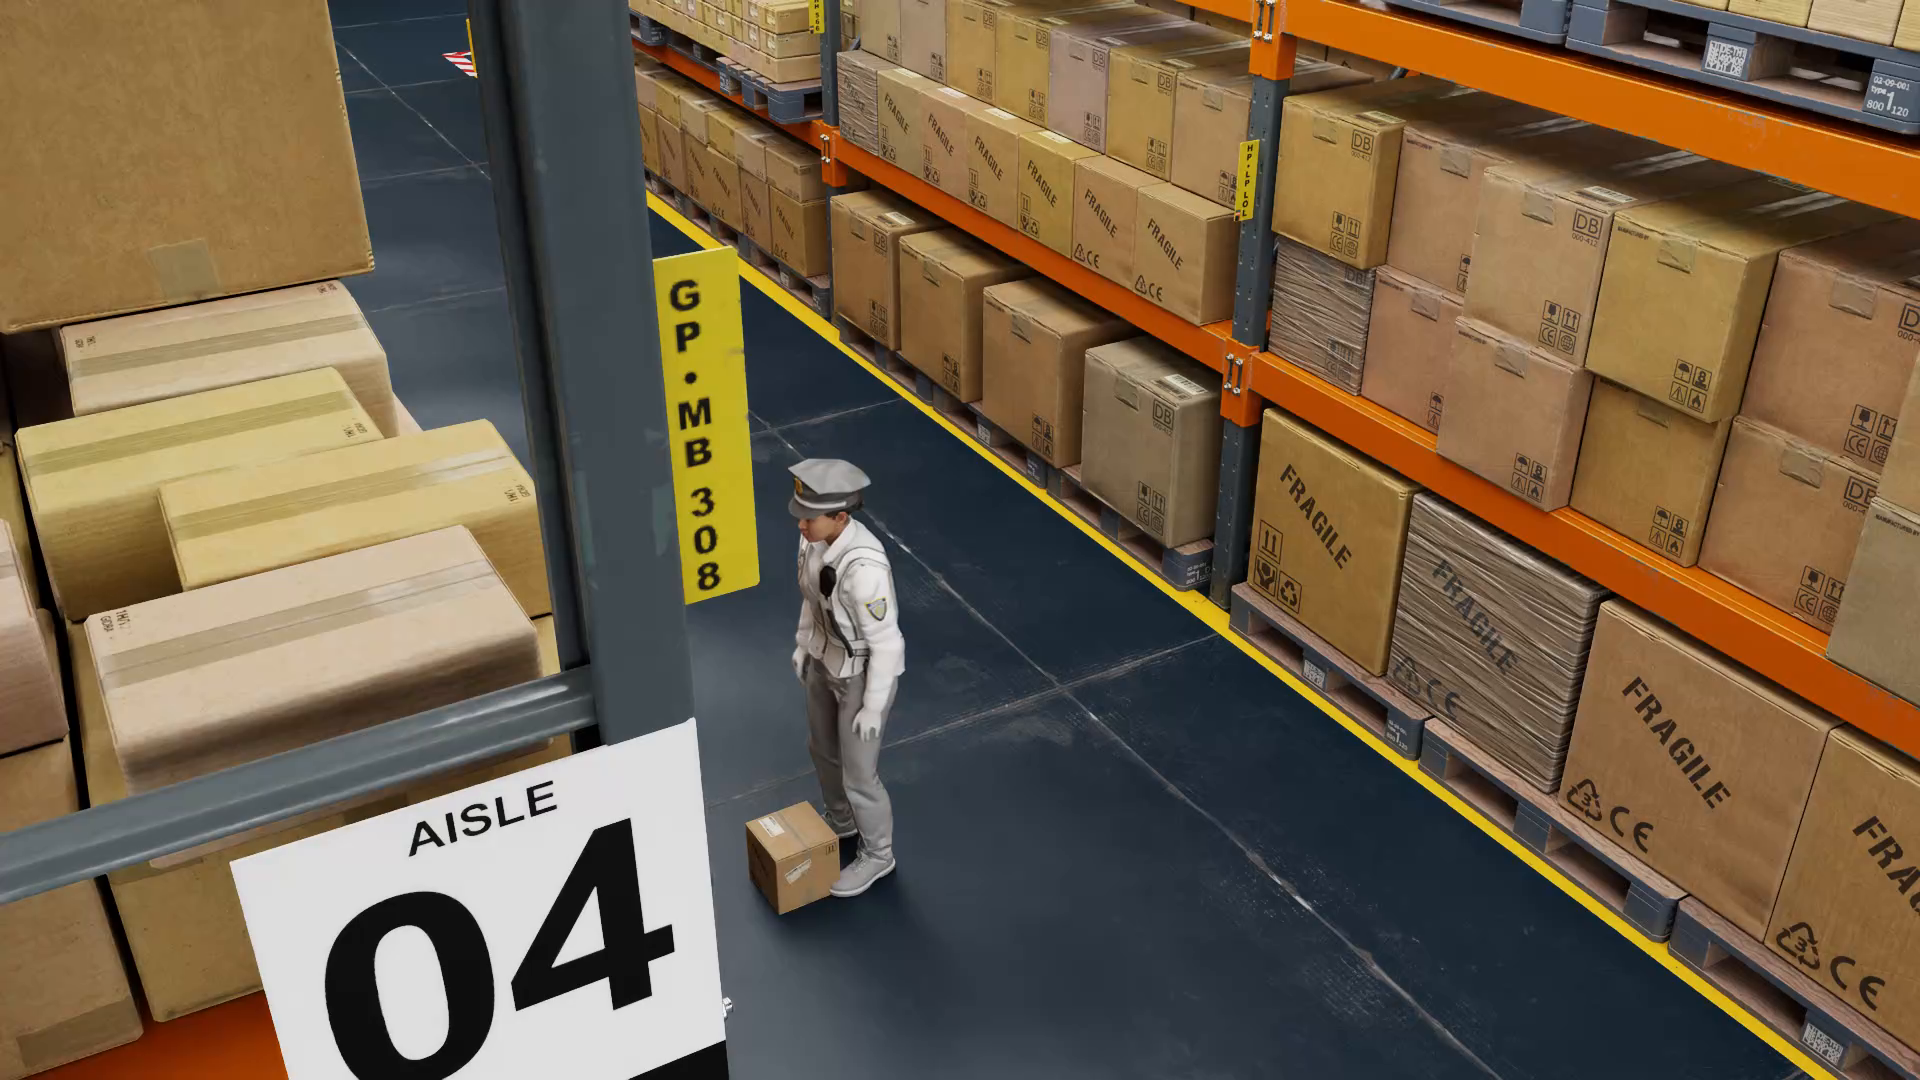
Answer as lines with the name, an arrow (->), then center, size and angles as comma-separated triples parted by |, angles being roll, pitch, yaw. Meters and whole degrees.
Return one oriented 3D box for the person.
person -> -0.397, 0.471, 5.776 | 0.370, 1.666, 0.545 | -18, 34, -28
